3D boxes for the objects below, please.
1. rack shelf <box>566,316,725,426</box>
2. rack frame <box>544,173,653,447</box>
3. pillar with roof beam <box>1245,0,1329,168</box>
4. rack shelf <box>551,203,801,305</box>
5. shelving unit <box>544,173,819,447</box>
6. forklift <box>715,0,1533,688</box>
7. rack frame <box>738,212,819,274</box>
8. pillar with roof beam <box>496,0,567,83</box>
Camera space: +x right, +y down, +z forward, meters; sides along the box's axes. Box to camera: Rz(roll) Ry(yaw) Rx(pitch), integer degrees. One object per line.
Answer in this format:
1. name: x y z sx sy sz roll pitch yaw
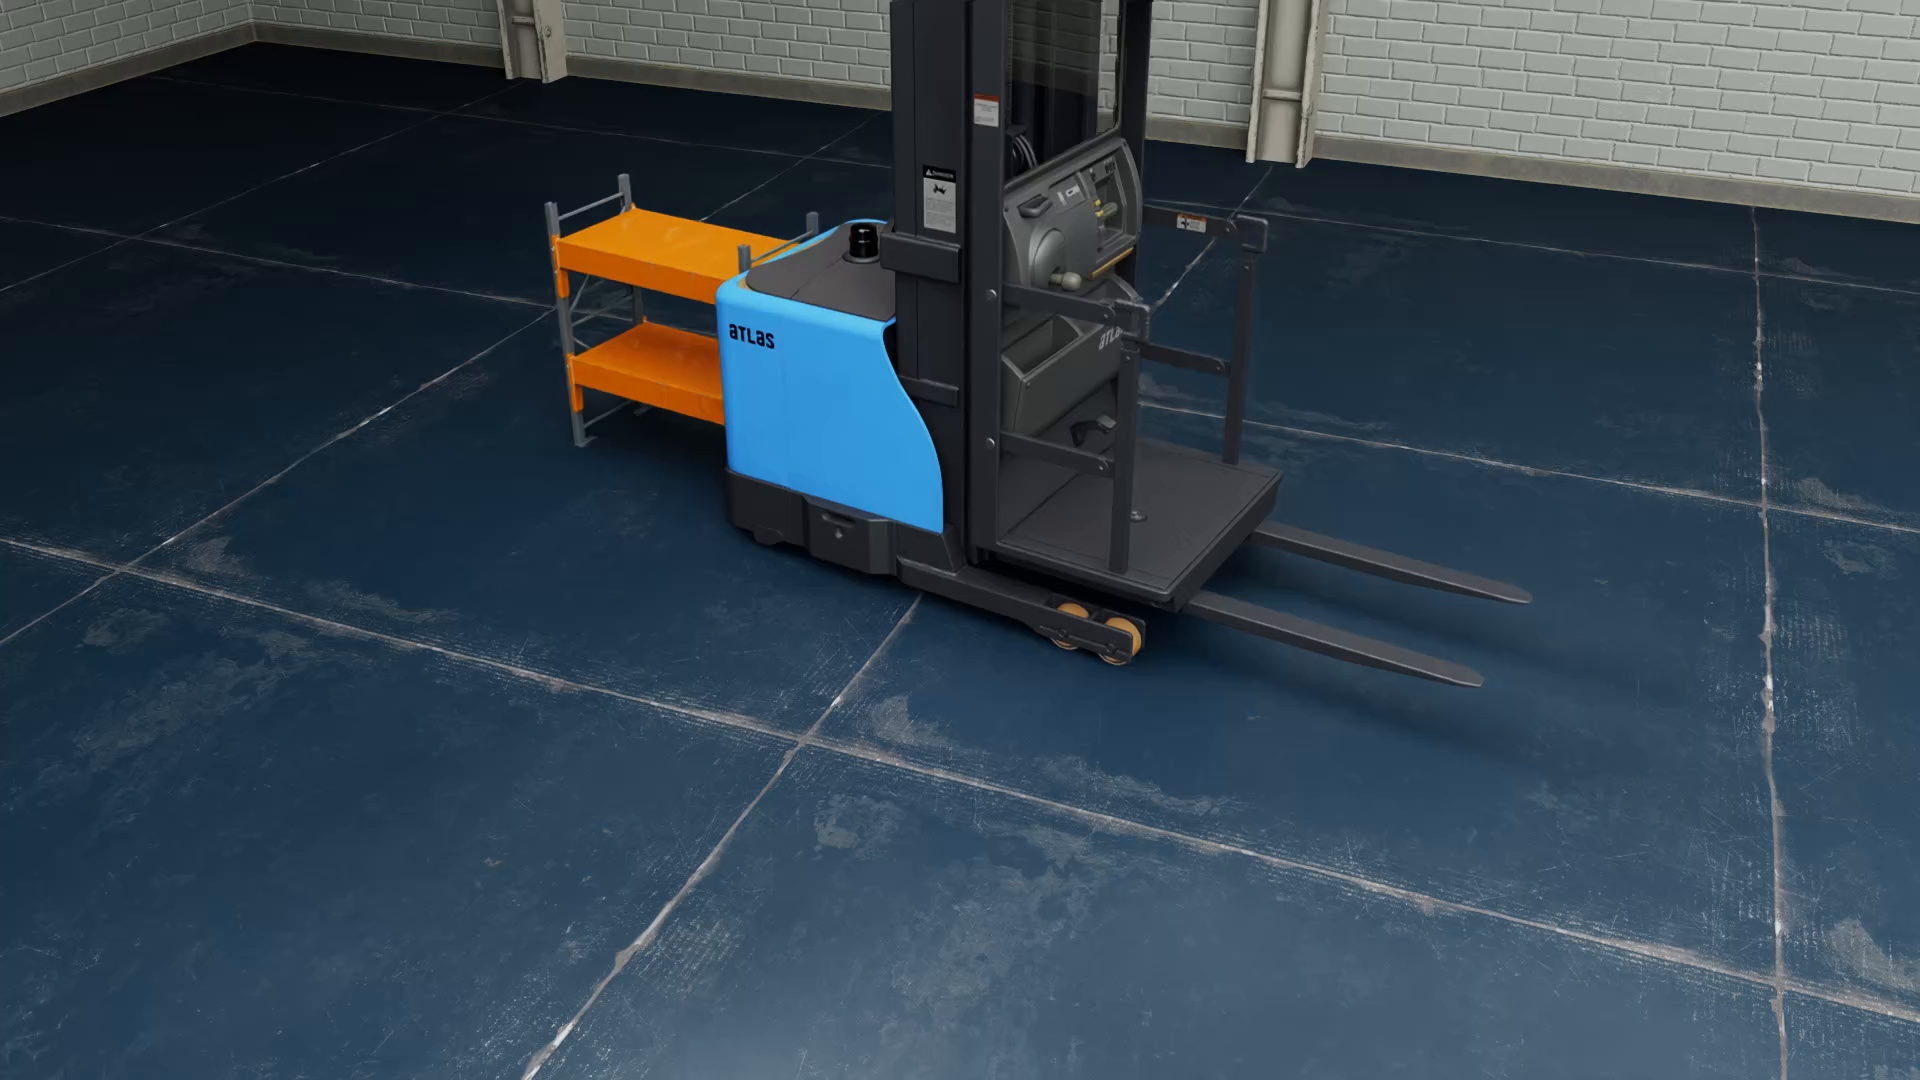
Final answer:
1. rack shelf: -1.161 -0.674 7.296 1.000 0.278 0.538 17 33 27
2. rack frame: -1.596 -1.016 7.405 0.032 1.125 0.500 17 33 27
3. pillar with roof beam: 0.560 -4.558 5.668 0.400 9.000 9.100 11 31 19
4. rack shelf: -1.161 -1.141 7.031 1.000 0.278 0.538 17 33 27
5. shelving unit: -1.161 -0.887 7.175 1.048 1.125 0.538 17 33 27
6. forklift: 0.583 -1.127 5.766 3.031 2.935 1.130 17 33 27
7. rack frame: -0.726 -0.757 6.946 0.032 1.125 0.500 17 33 27
8. pillar with roof beam: -5.000 -5.668 7.632 0.400 9.000 9.100 11 31 19
